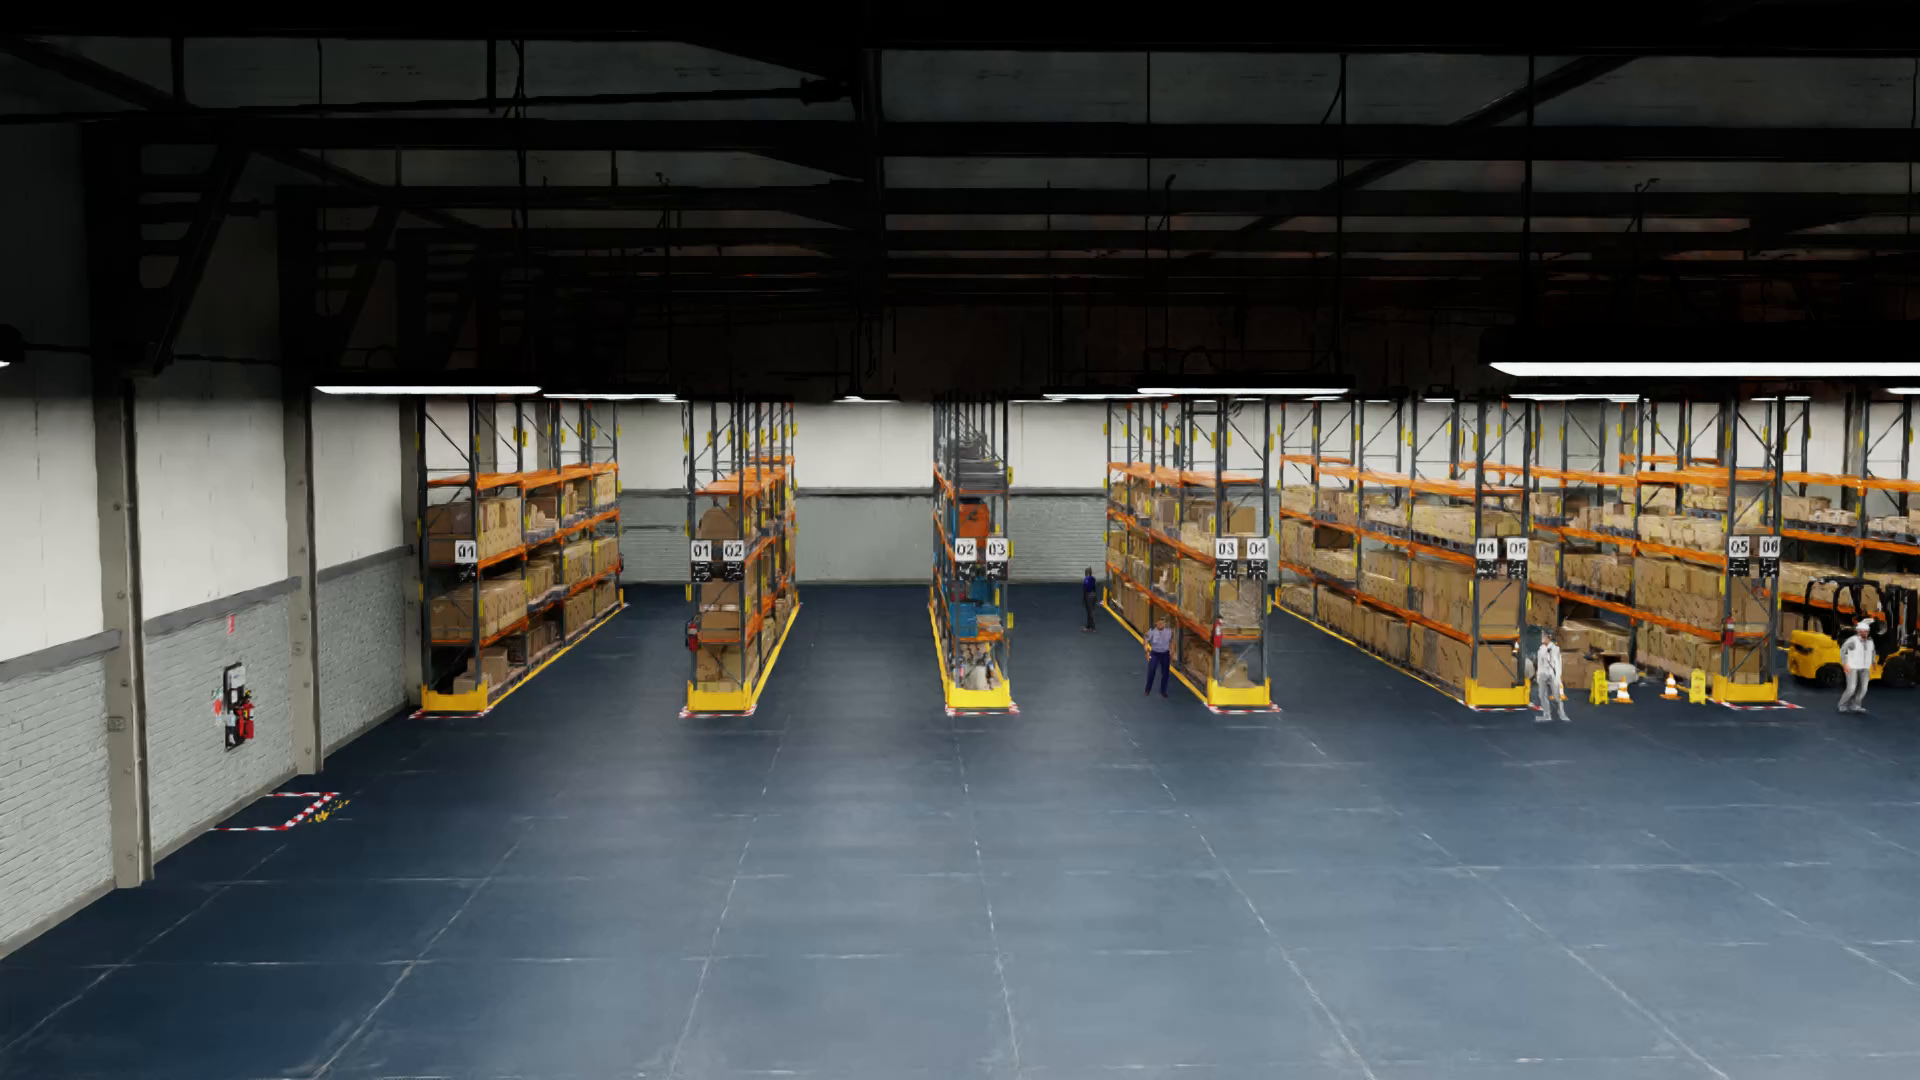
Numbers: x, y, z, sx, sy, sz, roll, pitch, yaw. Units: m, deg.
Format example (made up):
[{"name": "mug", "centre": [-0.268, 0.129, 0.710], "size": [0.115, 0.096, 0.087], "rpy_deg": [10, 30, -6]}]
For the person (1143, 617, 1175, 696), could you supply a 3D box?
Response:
[{"name": "person", "centre": [3.901, 2.277, 32.602], "size": [0.625, 1.596, 0.517], "rpy_deg": [0, 5, -4]}]

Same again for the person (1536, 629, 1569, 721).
[{"name": "person", "centre": [10.715, 2.442, 30.147], "size": [0.506, 1.665, 0.537], "rpy_deg": [-3, 5, -29]}]

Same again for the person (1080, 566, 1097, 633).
[{"name": "person", "centre": [3.224, 1.477, 41.788], "size": [0.549, 1.653, 0.574], "rpy_deg": [3, 5, 30]}]

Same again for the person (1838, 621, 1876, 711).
[{"name": "person", "centre": [16.697, 2.347, 30.924], "size": [0.677, 1.725, 0.570], "rpy_deg": [0, 5, -5]}]

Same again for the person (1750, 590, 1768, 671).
[{"name": "person", "centre": [17.087, 1.939, 35.701], "size": [0.502, 1.731, 0.577], "rpy_deg": [2, 5, 27]}]
